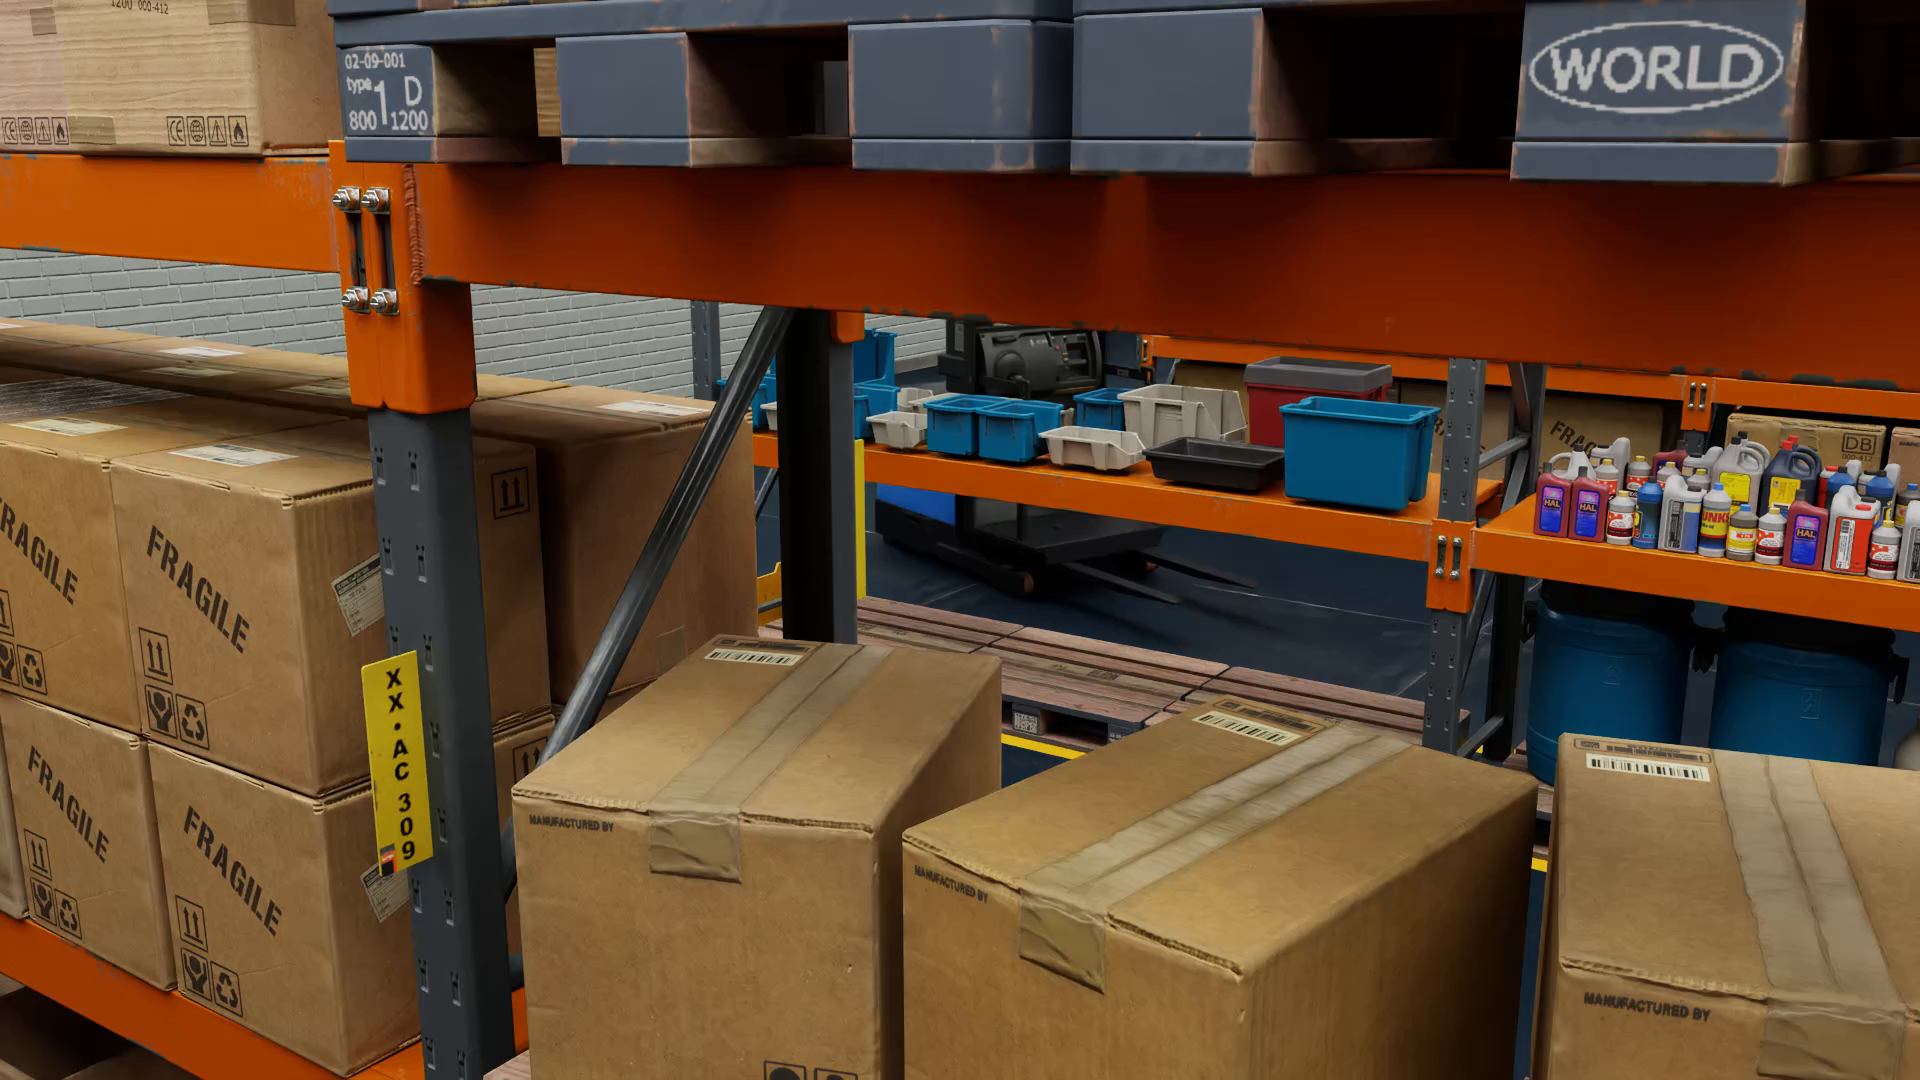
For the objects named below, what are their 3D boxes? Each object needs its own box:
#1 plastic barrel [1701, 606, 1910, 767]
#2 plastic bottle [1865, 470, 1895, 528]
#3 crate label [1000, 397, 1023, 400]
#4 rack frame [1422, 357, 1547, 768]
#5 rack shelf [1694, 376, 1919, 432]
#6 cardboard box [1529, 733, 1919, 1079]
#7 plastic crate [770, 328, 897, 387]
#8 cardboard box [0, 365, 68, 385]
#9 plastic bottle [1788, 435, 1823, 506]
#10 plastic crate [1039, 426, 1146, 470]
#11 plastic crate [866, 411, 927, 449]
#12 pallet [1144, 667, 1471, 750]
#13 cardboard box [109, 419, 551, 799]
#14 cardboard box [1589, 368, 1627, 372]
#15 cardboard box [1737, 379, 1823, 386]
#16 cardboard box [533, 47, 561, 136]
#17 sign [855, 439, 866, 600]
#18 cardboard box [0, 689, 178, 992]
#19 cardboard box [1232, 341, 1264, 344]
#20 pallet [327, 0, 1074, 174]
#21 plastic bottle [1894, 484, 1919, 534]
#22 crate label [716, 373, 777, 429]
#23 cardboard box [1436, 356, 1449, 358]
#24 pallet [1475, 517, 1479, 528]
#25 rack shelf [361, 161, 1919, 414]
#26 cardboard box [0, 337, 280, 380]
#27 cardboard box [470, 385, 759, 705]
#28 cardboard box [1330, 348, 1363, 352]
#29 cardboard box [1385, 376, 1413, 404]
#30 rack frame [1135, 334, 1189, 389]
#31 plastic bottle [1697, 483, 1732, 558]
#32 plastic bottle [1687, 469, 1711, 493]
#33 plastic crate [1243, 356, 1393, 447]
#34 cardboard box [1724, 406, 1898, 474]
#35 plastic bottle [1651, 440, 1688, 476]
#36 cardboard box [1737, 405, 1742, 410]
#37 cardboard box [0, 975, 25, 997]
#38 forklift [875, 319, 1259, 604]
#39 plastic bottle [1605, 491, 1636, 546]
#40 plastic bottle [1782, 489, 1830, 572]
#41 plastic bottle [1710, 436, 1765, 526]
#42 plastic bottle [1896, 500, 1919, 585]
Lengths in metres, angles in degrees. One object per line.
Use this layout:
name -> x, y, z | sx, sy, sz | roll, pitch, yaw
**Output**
plastic barrel -> 3.269, 0.639, 6.491 | 0.708, 0.901, 0.600 | 9, 17, 33
plastic bottle -> 3.526, -0.134, 6.389 | 0.097, 0.271, 0.097 | 0, 14, 0
crate label -> 0.176, -0.637, 8.577 | 0.243, 0.136, 0.396 | 9, 17, 33
rack frame -> 2.240, -0.347, 6.981 | 0.127, 3.000, 1.000 | 9, 17, 33
rack shelf -> 6.664, -0.717, 9.974 | 4.000, 0.370, 1.077 | 9, 17, 33
cardboard box -> 0.973, 0.613, 2.024 | 0.500, 0.500, 0.700 | 5, 15, 19
plastic crate -> -0.697, -0.922, 9.106 | 0.499, 0.435, 0.616 | 9, 17, 33
cardboard box -> -2.353, -0.113, 3.749 | 0.500, 0.500, 0.500 | 9, 17, 32
plastic bottle -> 3.339, -0.240, 6.653 | 0.185, 0.351, 0.144 | 9, 17, 33
plastic crate -> 0.627, -0.421, 7.707 | 0.466, 0.136, 0.293 | 9, 17, 33
plastic crate -> -0.275, -0.535, 8.166 | 0.298, 0.136, 0.250 | 9, 17, 33
pallet -> 1.608, 0.916, 7.684 | 1.213, 0.211, 1.003 | 9, 17, 33
cardboard box -> -1.092, 0.090, 2.927 | 0.500, 0.500, 0.500 | 9, 17, 33
cardboard box -> 4.354, -1.222, 11.042 | 0.250, 0.149, 0.380 | 10, 17, 34
cardboard box -> 5.246, -1.271, 10.508 | 0.500, 0.500, 0.500 | 9, 17, 33
cardboard box -> -0.793, -0.857, 3.114 | 0.500, 0.250, 0.500 | 9, 17, 33
sign -> -0.221, -0.033, 3.304 | 0.005, 0.325, 0.100 | 9, 17, 33
cardboard box -> -1.514, 0.507, 3.324 | 0.500, 0.500, 0.500 | 10, 17, 34
cardboard box -> 2.222, -1.567, 12.434 | 0.250, 0.149, 0.380 | 9, 16, 31
pallet -> -0.026, -0.623, 2.246 | 1.003, 0.211, 1.213 | 9, 17, 33
plastic bottle -> 3.692, -0.117, 6.467 | 0.097, 0.201, 0.097 | 0, 14, 0
crate label -> -1.058, -0.732, 8.762 | 0.303, 0.233, 0.416 | 9, 17, 33
cardboard box -> 3.502, -1.360, 11.598 | 0.250, 0.149, 0.380 | 9, 16, 32
pallet -> 3.400, -0.262, 12.441 | 1.213, 0.211, 1.003 | 9, 17, 33
rack shelf -> 1.132, -0.198, 1.636 | 4.000, 0.370, 1.077 | 9, 17, 33
cardboard box -> -2.045, -0.220, 4.181 | 0.500, 0.500, 0.500 | 10, 17, 35
cardboard box -> -0.762, -0.013, 3.343 | 0.500, 0.500, 0.500 | 10, 17, 34
cardboard box -> 2.864, -1.463, 12.015 | 0.250, 0.149, 0.380 | 9, 16, 32
cardboard box -> 3.016, -0.851, 12.567 | 0.875, 0.875, 0.875 | 9, 17, 33
rack frame -> 1.685, -1.871, 13.138 | 0.127, 3.000, 1.000 | 9, 17, 33
plastic bottle -> 2.796, -0.076, 6.156 | 0.097, 0.271, 0.097 | 0, 14, 0
plastic bottle -> 2.996, -0.186, 6.744 | 0.097, 0.201, 0.097 | 0, 14, 0
plastic crate -> 1.639, -0.577, 7.652 | 0.583, 0.464, 0.402 | 9, 17, 33
cardboard box -> 5.546, -0.425, 10.845 | 0.875, 0.875, 1.225 | 9, 17, 33
plastic bottle -> 2.965, -0.280, 6.954 | 0.133, 0.283, 0.061 | 9, 17, 33
cardboard box -> 7.186, -1.287, 15.219 | 0.250, 0.149, 0.380 | 8, 16, 30
cardboard box -> -2.487, 1.382, 4.803 | 0.500, 0.250, 0.500 | 9, 17, 33
forklift -> 0.644, -1.195, 10.549 | 1.130, 2.935, 3.031 | -9, 17, -33
plastic bottle -> 2.523, -0.086, 6.343 | 0.097, 0.201, 0.097 | 0, 14, 0
plastic bottle -> 3.043, -0.037, 5.972 | 0.133, 0.283, 0.061 | 9, 17, 33
plastic bottle -> 3.105, -0.236, 6.637 | 0.185, 0.351, 0.144 | 9, 17, 33
plastic bottle -> 3.372, 0.007, 5.811 | 0.135, 0.276, 0.152 | 9, 17, 33
